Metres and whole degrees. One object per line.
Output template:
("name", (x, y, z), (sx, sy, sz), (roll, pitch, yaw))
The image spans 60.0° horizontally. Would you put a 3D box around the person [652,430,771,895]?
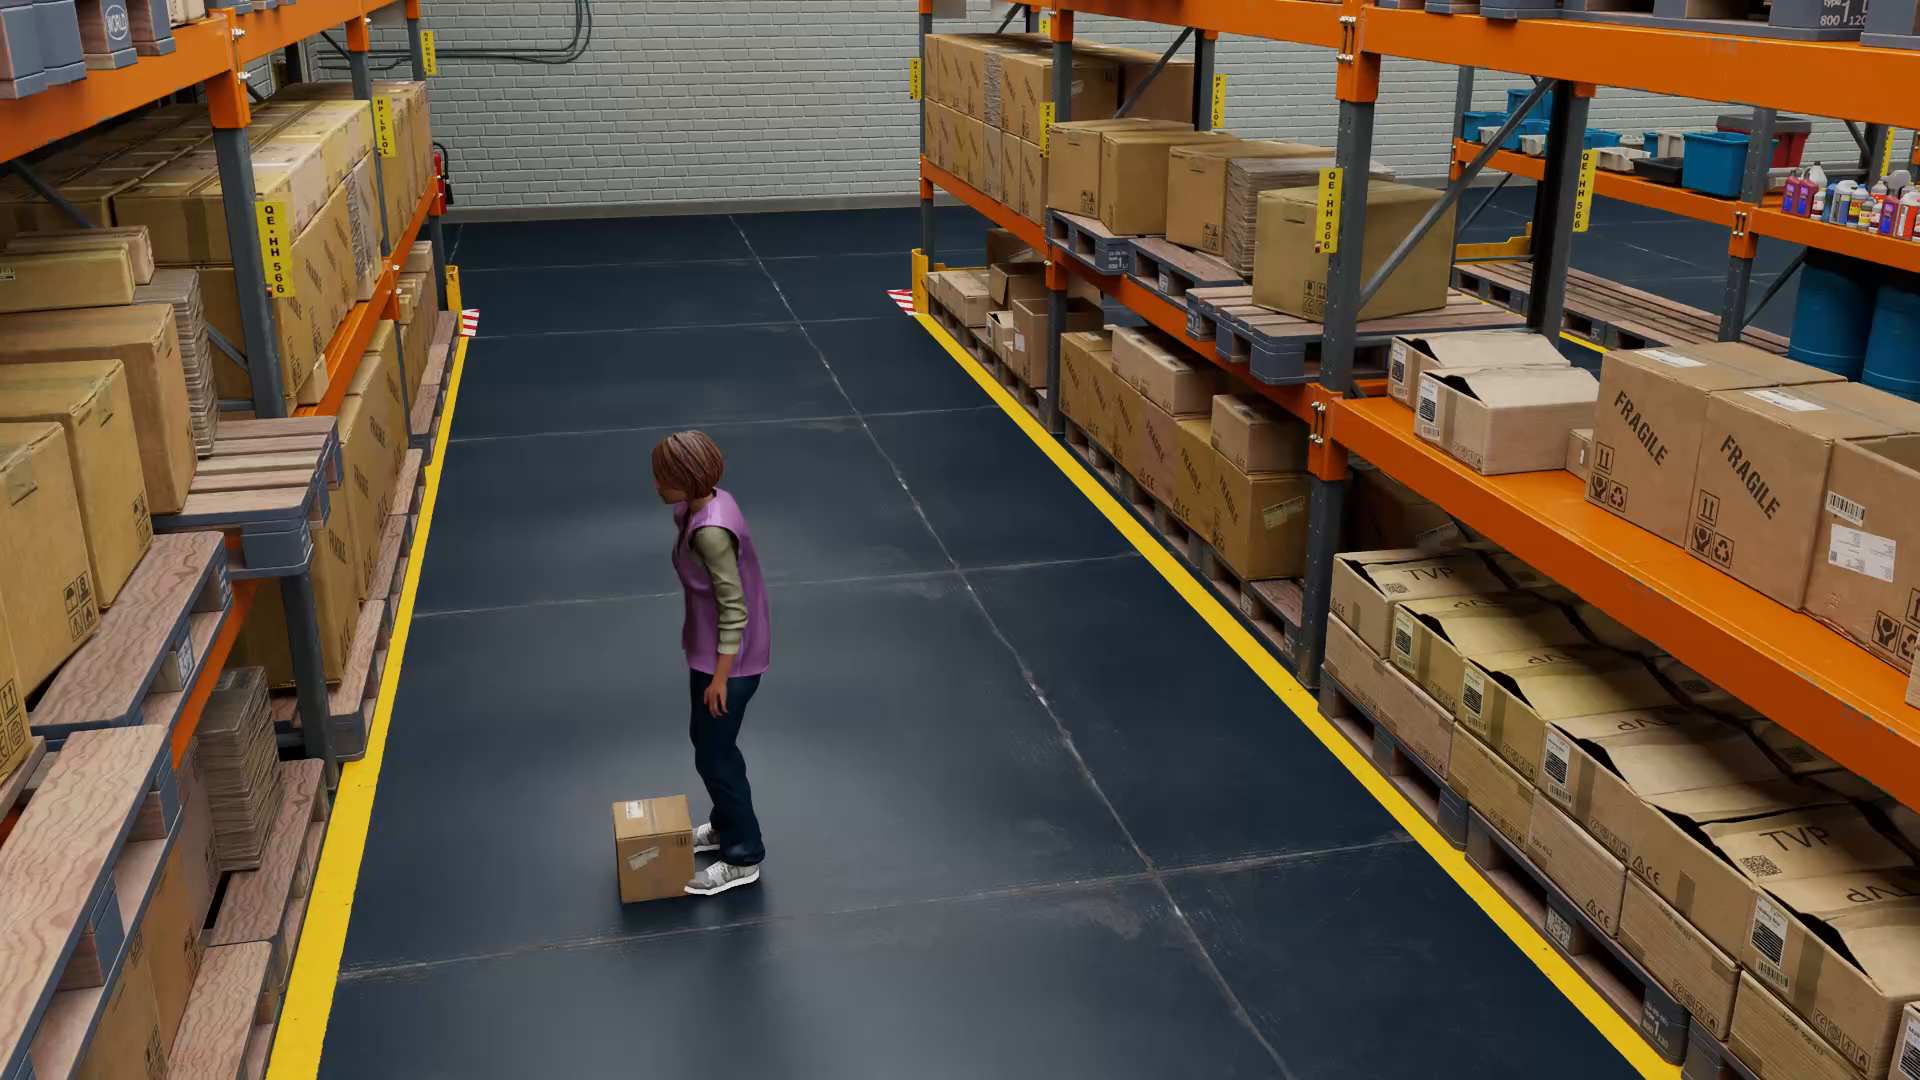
("person", (-0.805, 0.398, 5.490), (0.343, 1.593, 0.485), (-6, 21, -16))
